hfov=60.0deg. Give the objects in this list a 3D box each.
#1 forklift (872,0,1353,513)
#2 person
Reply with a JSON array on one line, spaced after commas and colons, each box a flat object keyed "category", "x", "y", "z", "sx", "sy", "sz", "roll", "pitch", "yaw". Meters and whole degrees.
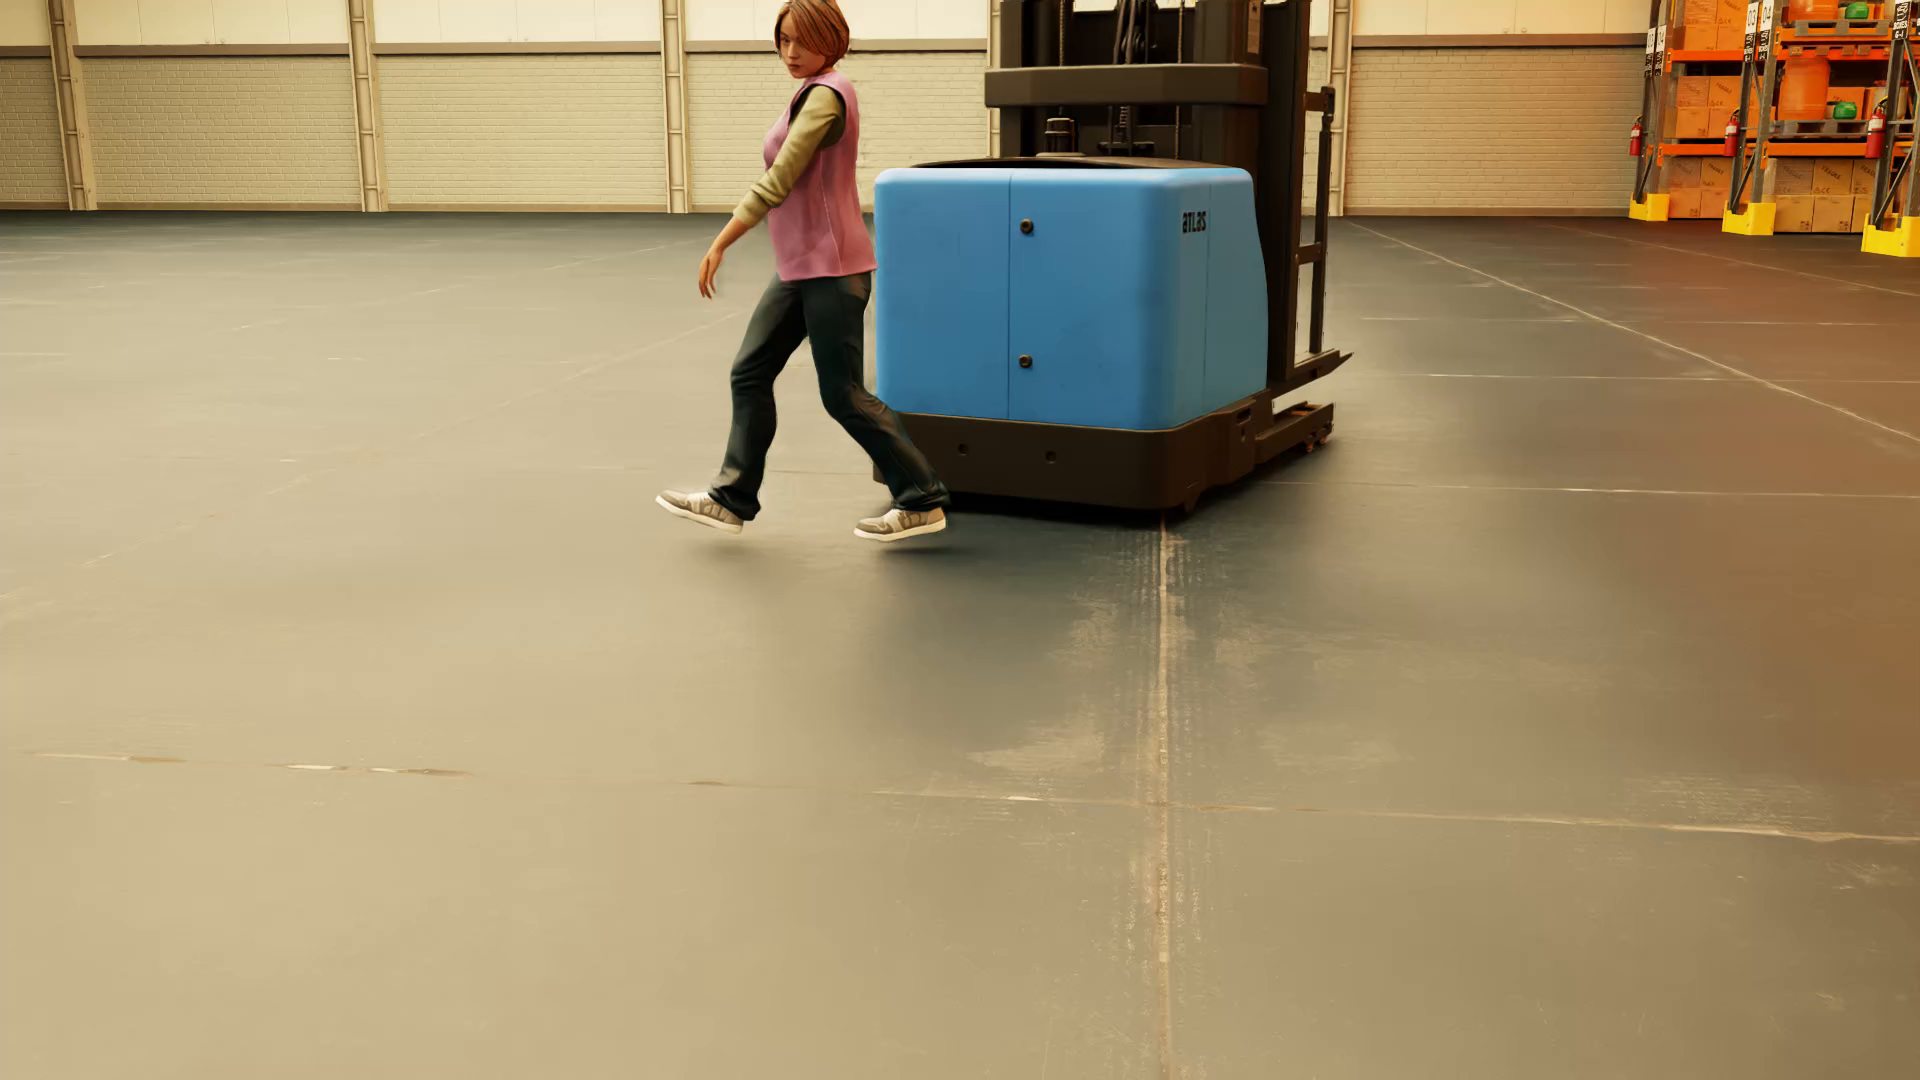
[{"category": "forklift", "x": 0.824, "y": -1.801, "z": 6.211, "sx": 1.130, "sy": 2.935, "sz": 3.031, "roll": 7, "pitch": 15, "yaw": 26}, {"category": "person", "x": -0.466, "y": -0.758, "z": 4.738, "sx": 0.835, "sy": 1.540, "sz": 0.525, "roll": -3, "pitch": 14, "yaw": -13}]
